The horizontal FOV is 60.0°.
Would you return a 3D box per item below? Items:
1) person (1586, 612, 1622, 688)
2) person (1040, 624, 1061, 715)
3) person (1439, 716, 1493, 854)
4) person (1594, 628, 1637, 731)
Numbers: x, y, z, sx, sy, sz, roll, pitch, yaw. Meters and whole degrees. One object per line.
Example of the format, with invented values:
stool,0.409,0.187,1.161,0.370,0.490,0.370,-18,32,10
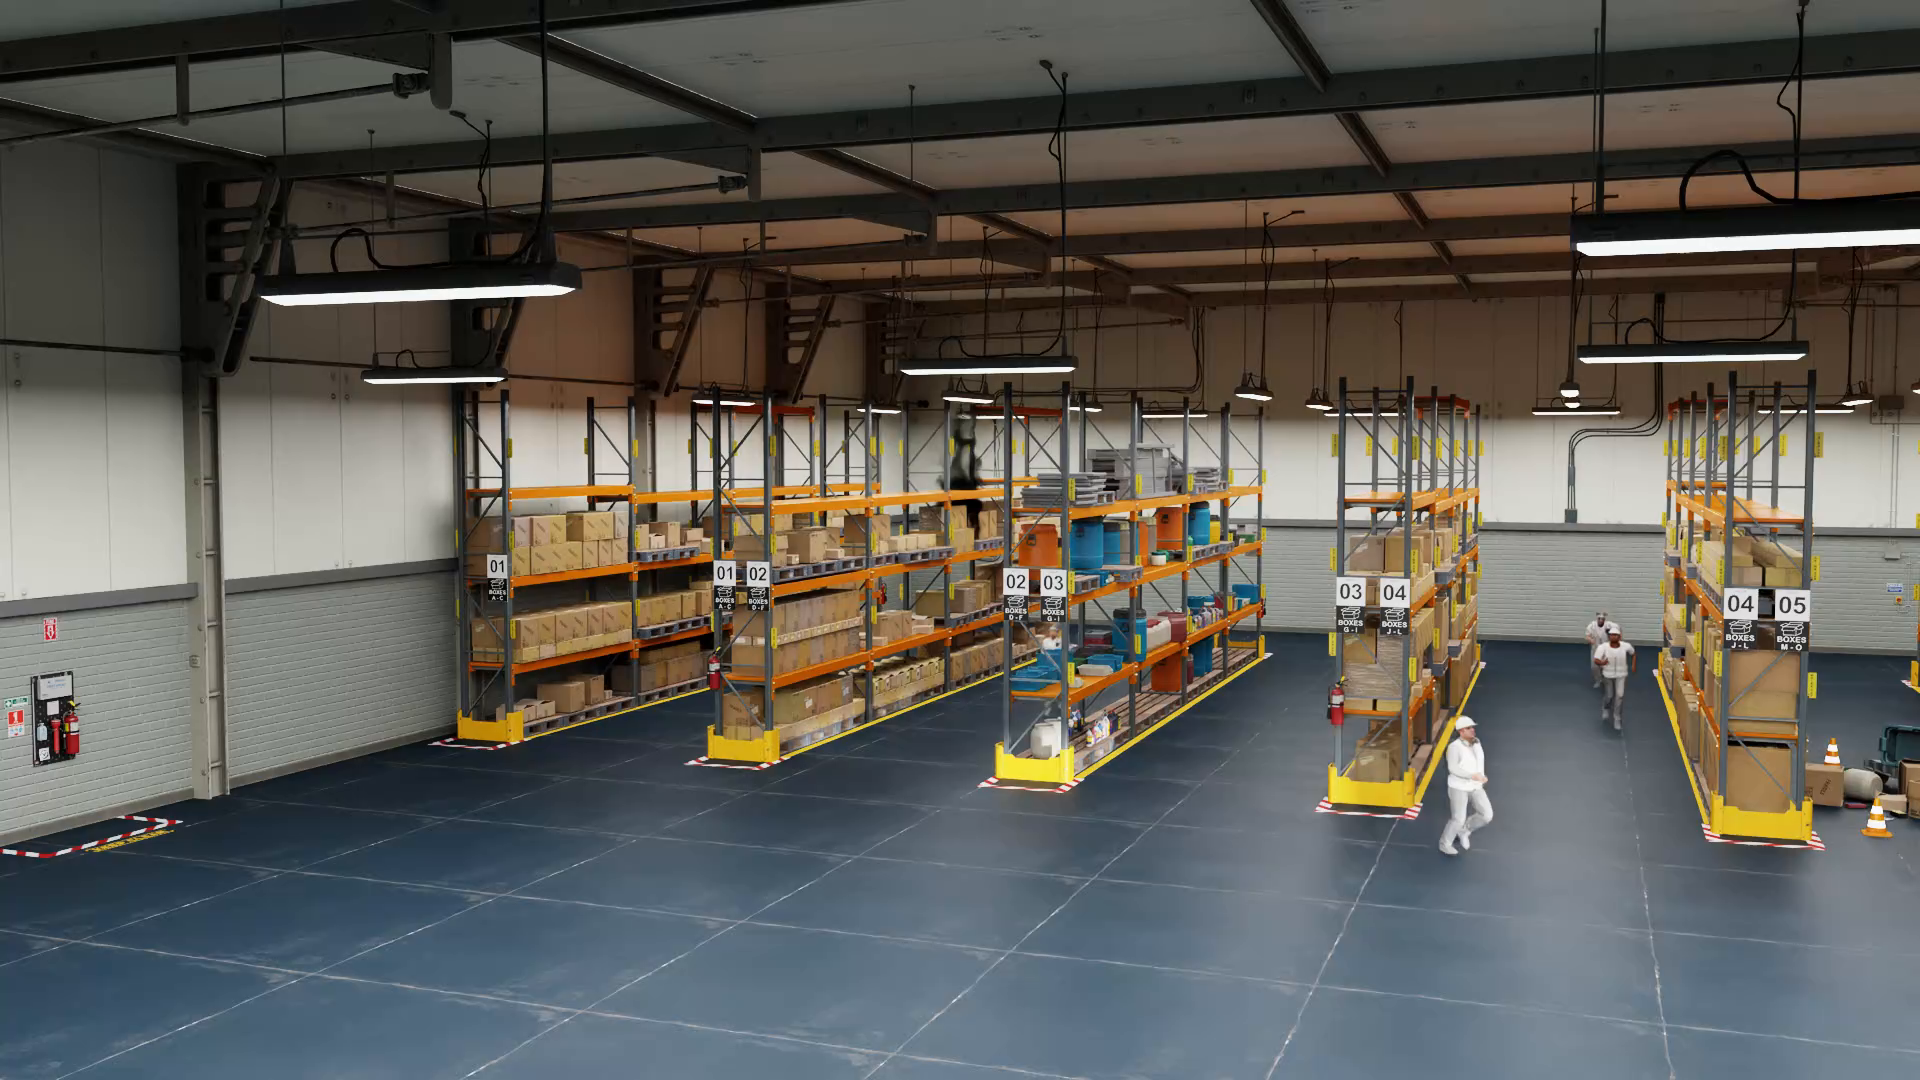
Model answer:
person,13.391,2.293,34.618,0.692,1.644,0.848,2,4,28
person,1.760,2.408,31.334,0.611,1.682,0.940,1,3,17
person,6.211,3.007,20.309,0.678,1.727,0.755,-2,4,-27
person,11.800,2.467,29.960,0.711,1.800,0.957,1,3,21
